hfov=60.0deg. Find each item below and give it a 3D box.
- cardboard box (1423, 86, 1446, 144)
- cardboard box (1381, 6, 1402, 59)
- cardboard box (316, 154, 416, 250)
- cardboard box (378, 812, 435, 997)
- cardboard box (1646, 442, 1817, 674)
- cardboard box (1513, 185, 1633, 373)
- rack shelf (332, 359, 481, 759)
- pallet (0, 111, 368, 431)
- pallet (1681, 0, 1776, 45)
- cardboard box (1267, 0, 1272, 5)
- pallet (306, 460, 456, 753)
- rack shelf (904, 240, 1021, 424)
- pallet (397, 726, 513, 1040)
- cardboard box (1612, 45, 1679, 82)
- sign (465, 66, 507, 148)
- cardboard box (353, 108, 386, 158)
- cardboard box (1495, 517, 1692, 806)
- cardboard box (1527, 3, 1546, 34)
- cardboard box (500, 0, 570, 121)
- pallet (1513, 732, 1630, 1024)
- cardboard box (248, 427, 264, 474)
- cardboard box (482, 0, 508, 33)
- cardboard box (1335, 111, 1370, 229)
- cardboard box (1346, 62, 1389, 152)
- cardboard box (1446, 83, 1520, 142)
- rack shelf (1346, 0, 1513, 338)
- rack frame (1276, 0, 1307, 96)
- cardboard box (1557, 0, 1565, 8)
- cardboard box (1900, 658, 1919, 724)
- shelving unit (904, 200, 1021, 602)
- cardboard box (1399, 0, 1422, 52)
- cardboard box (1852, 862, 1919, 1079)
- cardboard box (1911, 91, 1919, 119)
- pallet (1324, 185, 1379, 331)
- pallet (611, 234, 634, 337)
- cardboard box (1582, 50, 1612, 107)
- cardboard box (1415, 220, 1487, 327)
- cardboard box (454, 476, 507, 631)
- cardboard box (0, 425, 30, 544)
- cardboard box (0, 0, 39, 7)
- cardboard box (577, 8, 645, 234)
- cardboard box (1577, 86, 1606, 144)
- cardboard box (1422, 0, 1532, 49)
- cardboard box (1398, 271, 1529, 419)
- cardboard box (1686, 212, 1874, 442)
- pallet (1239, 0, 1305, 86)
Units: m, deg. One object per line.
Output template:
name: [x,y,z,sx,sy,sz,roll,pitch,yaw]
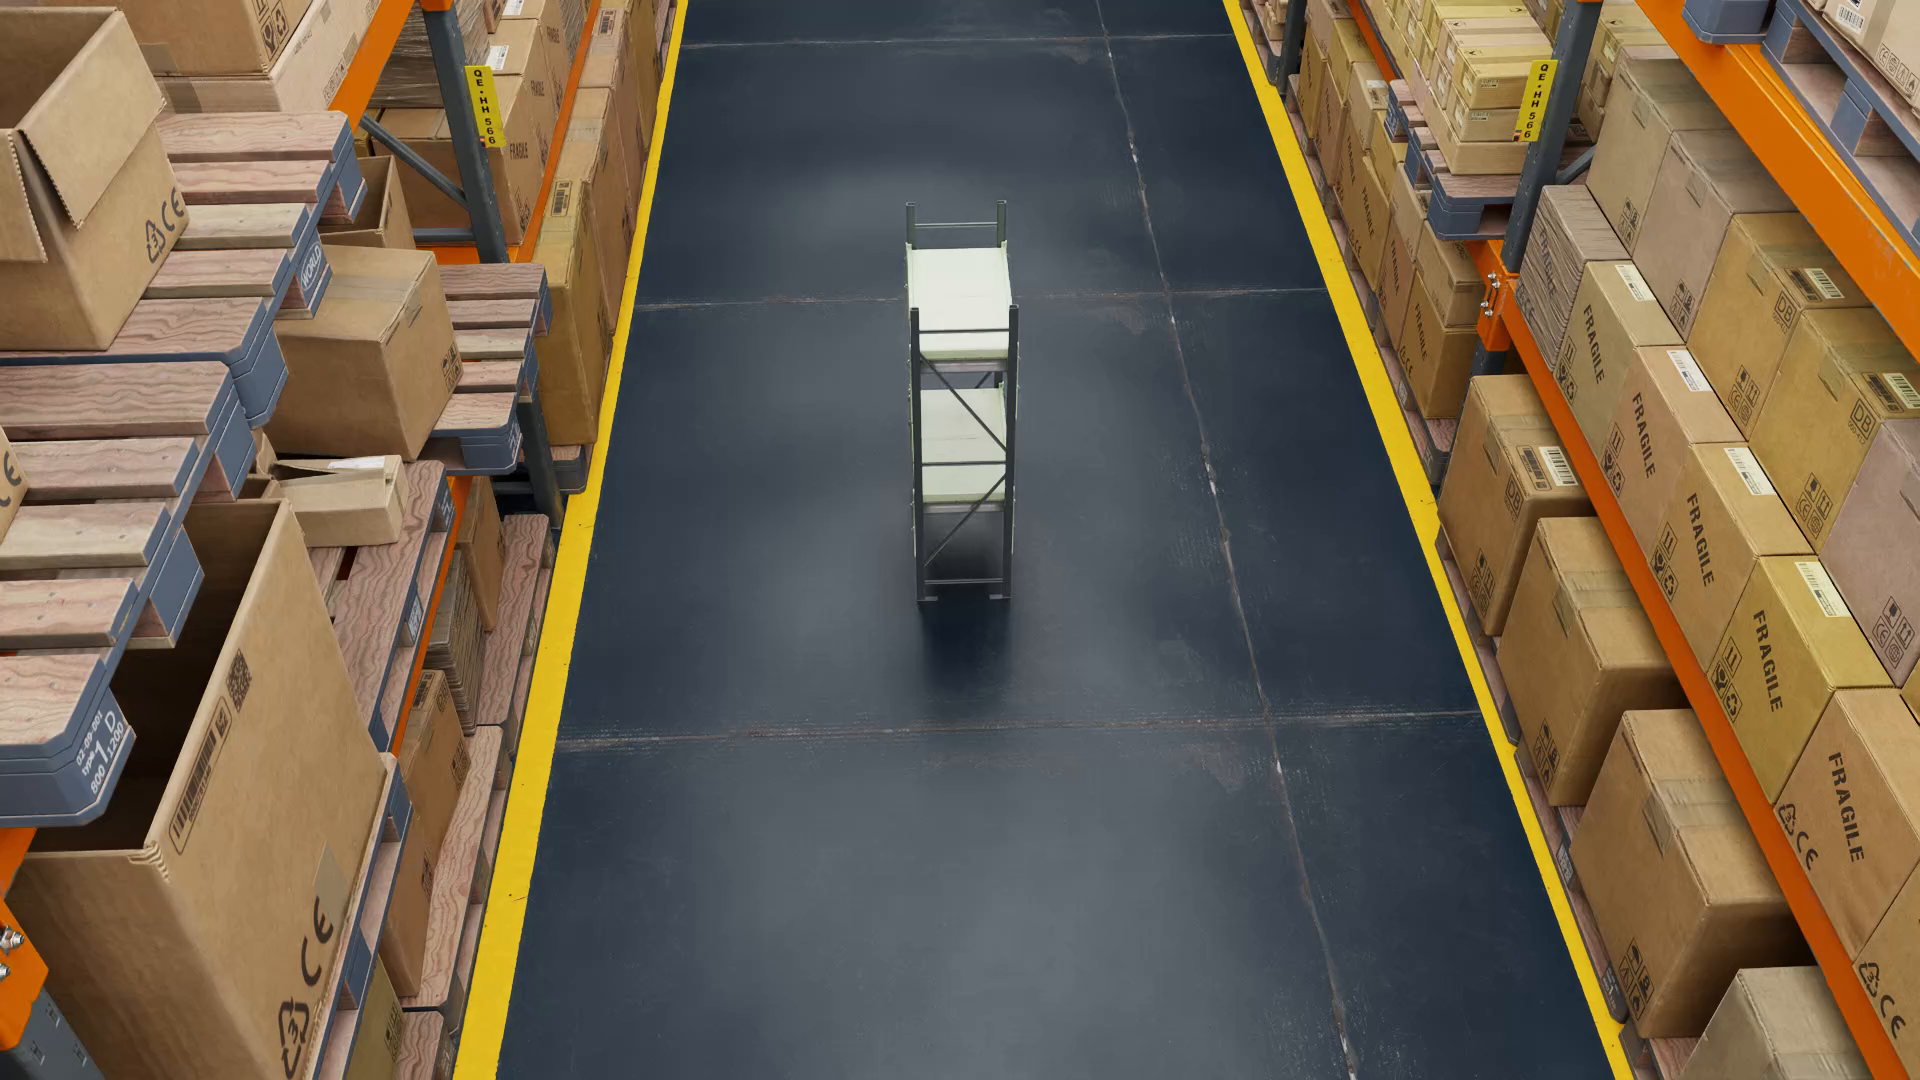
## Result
cardboard box: [2.183,-1.796,7.014,0.380,0.149,0.250,-2,43,-2]
cardboard box: [2.151,-2.320,7.586,0.380,0.149,0.250,-3,43,-4]
cardboard box: [-2.225,-1.001,5.887,0.500,0.500,0.500,-6,43,-7]
cardboard box: [-2.148,1.172,5.426,0.700,0.500,0.500,-5,43,-5]
cardboard box: [2.485,0.048,5.054,0.500,0.500,0.500,-2,43,-2]
cardboard box: [2.421,-0.972,6.167,0.500,0.500,0.500,-1,43,-1]
rack shelf: [-2.203,0.443,5.229,1.077,0.370,4.000,-2,43,-2]
pallet: [-2.085,-0.628,3.784,1.213,0.211,1.003,-2,43,-2]
pallet: [2.752,-1.849,5.117,1.213,0.211,1.003,0,43,0]
cardboard box: [2.147,-3.546,10.627,0.380,0.149,0.250,-4,43,-4]
pallet: [-2.163,0.234,5.067,1.003,0.211,1.213,-2,43,-2]
rack shelf: [0.000,-0.836,6.624,0.431,0.370,0.720,-2,43,-2]
pallet: [-2.208,1.205,5.929,1.003,0.211,1.213,-2,43,-2]
cardboard box: [2.845,-1.848,6.631,0.380,0.149,0.250,-2,43,-2]
sign: [-1.746,-1.592,6.118,0.100,0.325,0.005,-2,43,-2]
cardboard box: [-2.557,-1.535,6.781,0.500,0.500,0.500,0,43,0]
cardboard box: [2.648,0.432,6.063,1.050,0.750,0.750,-1,43,-1]
cardboard box: [2.804,-2.342,7.609,0.380,0.149,0.250,0,43,0]
cardboard box: [-2.086,-2.239,7.548,0.500,0.500,0.500,-2,43,-3]
pallet: [2.679,1.138,6.002,1.003,0.211,1.213,-2,43,-2]
cardboard box: [-2.447,-0.134,5.126,0.500,0.250,0.500,-3,43,-3]
cardboard box: [-2.328,-2.513,7.105,0.797,0.503,0.637,-1,43,-1]
cardboard box: [2.328,-1.963,8.861,0.500,0.500,0.500,-1,43,-1]
cardboard box: [2.312,-2.246,8.615,0.500,0.250,0.500,0,43,0]
cardboard box: [2.196,-1.739,6.732,0.380,0.149,0.250,-1,43,-1]
rack shelf: [2.587,-2.331,8.256,1.077,0.370,4.000,-2,43,-2]
rack frame: [2.502,-3.947,9.486,1.000,3.000,0.127,-2,43,-2]
cardboard box: [2.815,-2.371,7.202,0.380,0.149,0.250,-3,43,-4]
cardboard box: [2.791,0.366,3.966,0.700,0.500,0.500,-2,43,-2]
shelving unit: [0.000,-0.548,6.888,0.431,1.500,0.755,-2,43,-2]
cardboard box: [2.159,-2.265,7.306,0.380,0.149,0.250,-2,43,-2]
cardboard box: [2.552,1.072,3.936,0.500,0.500,0.500,-2,43,-2]
cardboard box: [2.547,-0.988,3.719,0.500,0.311,0.500,-3,43,-3]
pallet: [2.591,-1.568,8.954,1.003,0.211,1.213,-2,43,-2]
pallet: [-2.295,-1.500,8.880,1.003,0.211,1.213,-2,43,-2]
cardboard box: [2.838,-1.933,6.944,0.380,0.149,0.250,0,43,0]
cardboard box: [2.381,-1.210,7.484,0.500,0.250,0.500,-3,43,-3]
cardboard box: [-2.240,0.039,6.662,0.700,0.500,0.500,-4,43,-4]
cardboard box: [-2.039,-0.091,2.672,0.797,0.503,0.637,-4,43,-4]
cardboard box: [-2.479,-1.493,4.144,0.500,0.500,0.500,-3,43,-3]
cardboard box: [-2.372,-2.210,8.852,1.225,0.875,0.875,-3,43,-3]
cardboard box: [2.843,-1.798,7.016,0.380,0.149,0.250,0,43,0]
cardboard box: [2.173,-2.192,7.006,0.380,0.149,0.250,0,43,0]
cardboard box: [2.382,-0.917,7.719,0.500,0.500,0.500,-2,43,-2]
cardboard box: [2.728,-0.661,5.087,0.700,0.500,0.500,-2,43,-2]
pallet: [2.438,-3.371,10.921,1.003,0.211,1.213,-2,43,-2]
